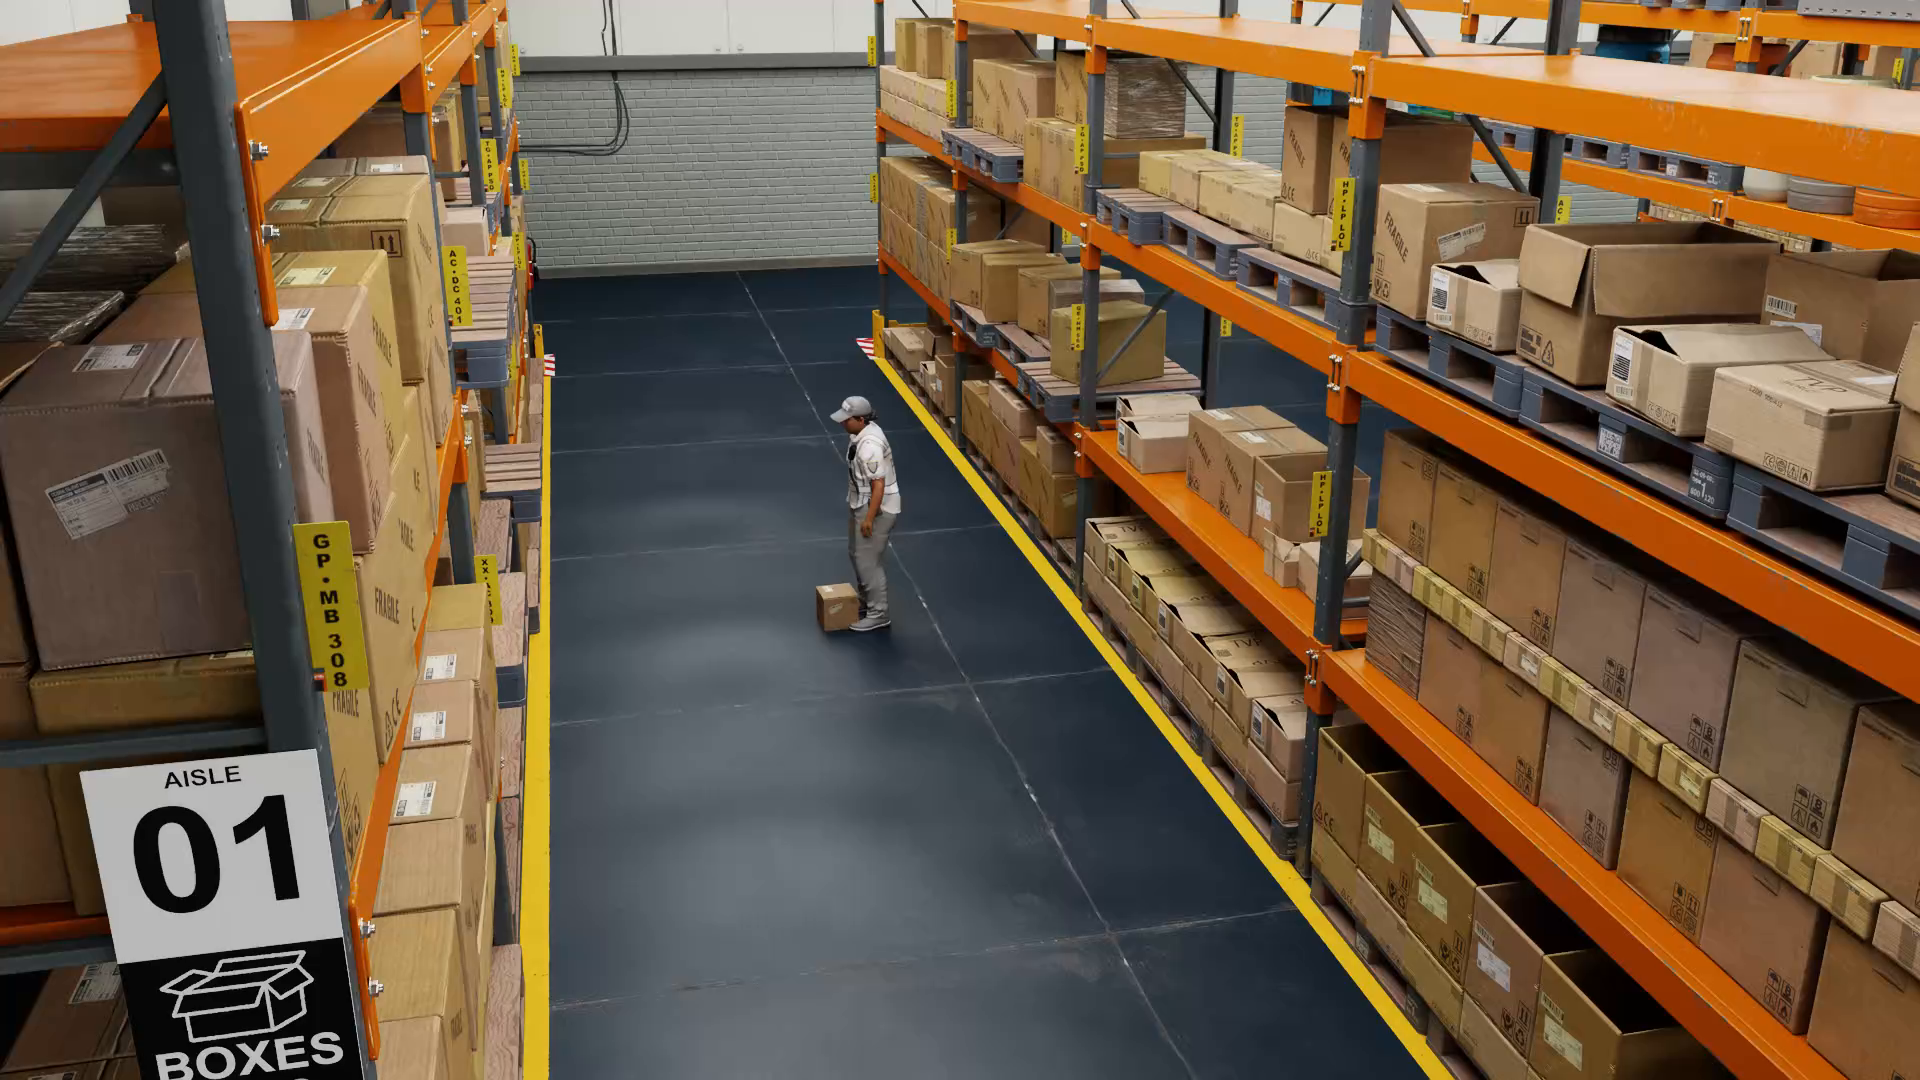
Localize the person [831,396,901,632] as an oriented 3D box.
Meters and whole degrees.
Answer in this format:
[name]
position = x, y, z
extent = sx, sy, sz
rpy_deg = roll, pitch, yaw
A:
[person]
position = -0.660, -0.208, 11.641
extent = 0.465, 1.666, 0.538
rpy_deg = -4, 20, -12
